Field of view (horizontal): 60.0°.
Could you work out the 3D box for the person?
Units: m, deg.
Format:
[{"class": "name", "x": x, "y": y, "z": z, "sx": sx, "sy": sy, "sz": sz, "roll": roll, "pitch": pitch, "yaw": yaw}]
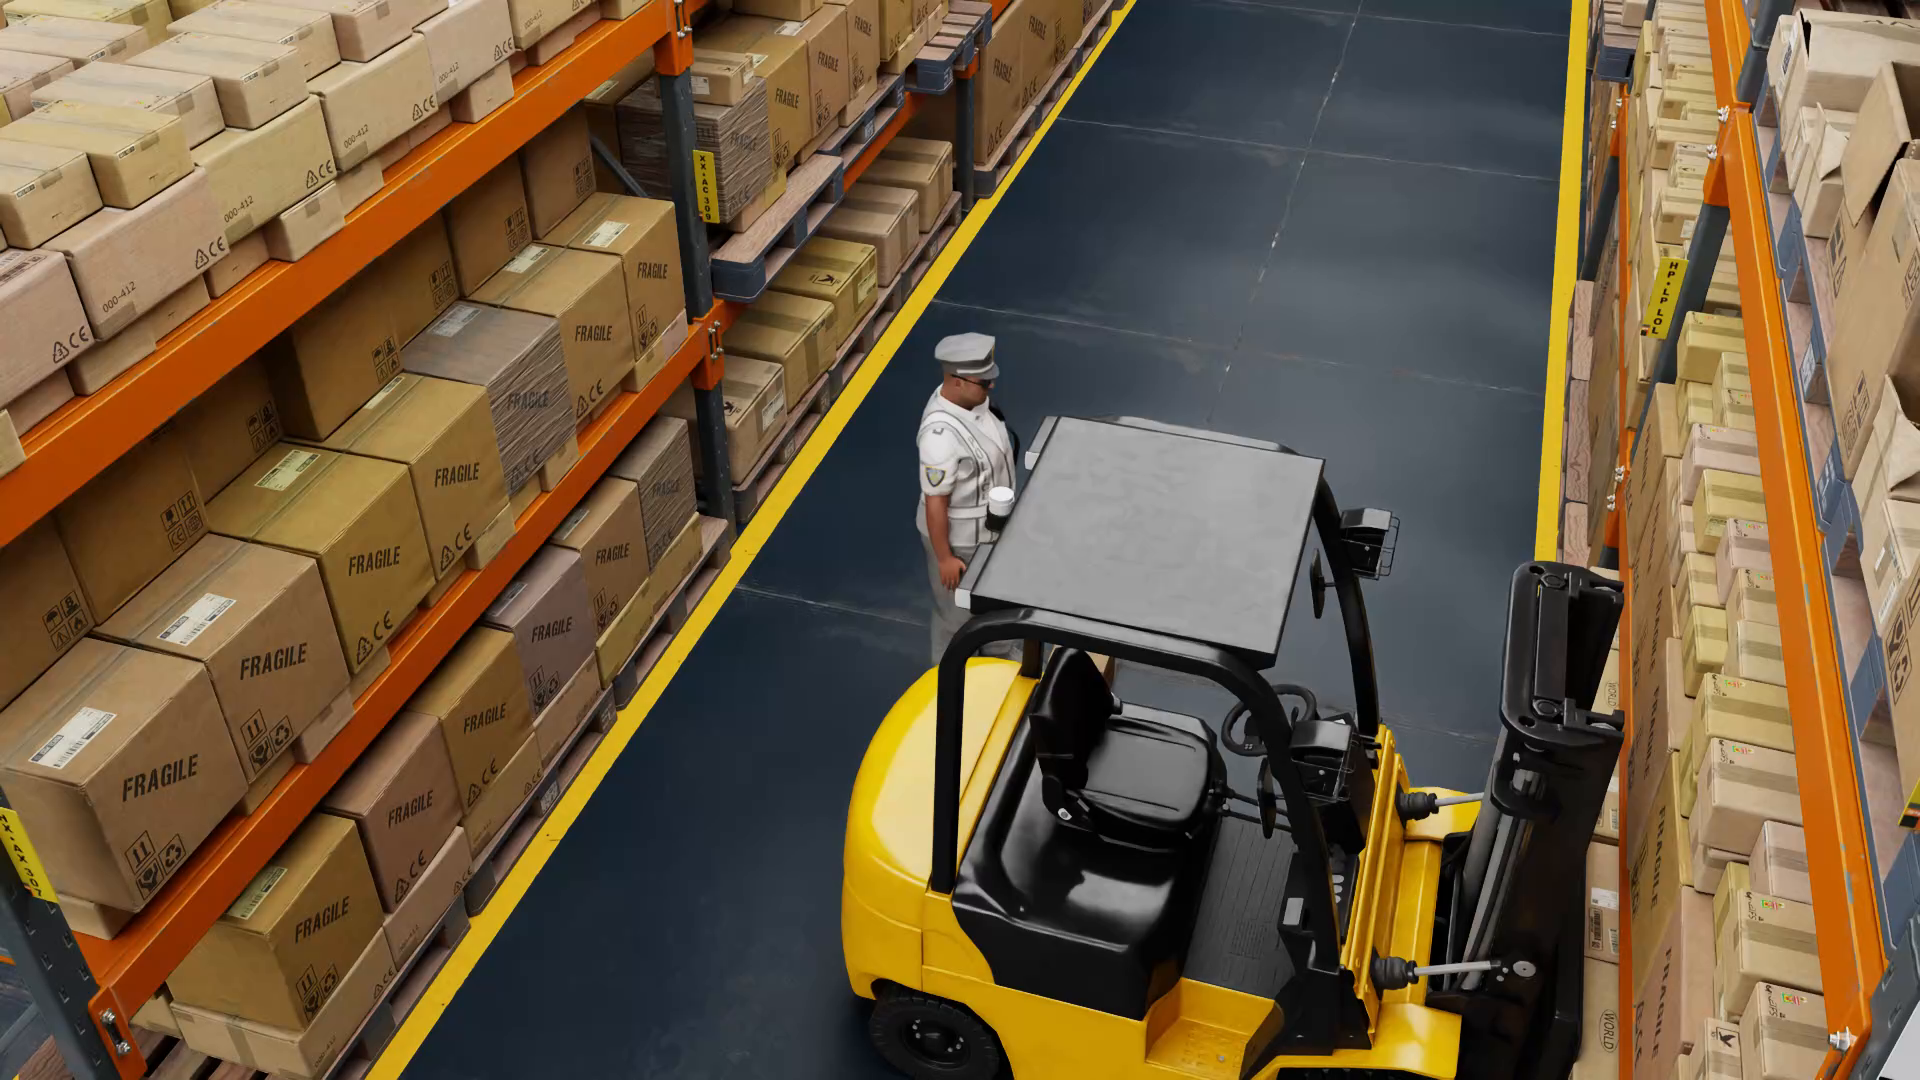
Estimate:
[{"class": "person", "x": 0.094, "y": -0.058, "z": 6.960, "sx": 0.526, "sy": 1.766, "sz": 0.594, "roll": 11, "pitch": 38, "yaw": 14}]
